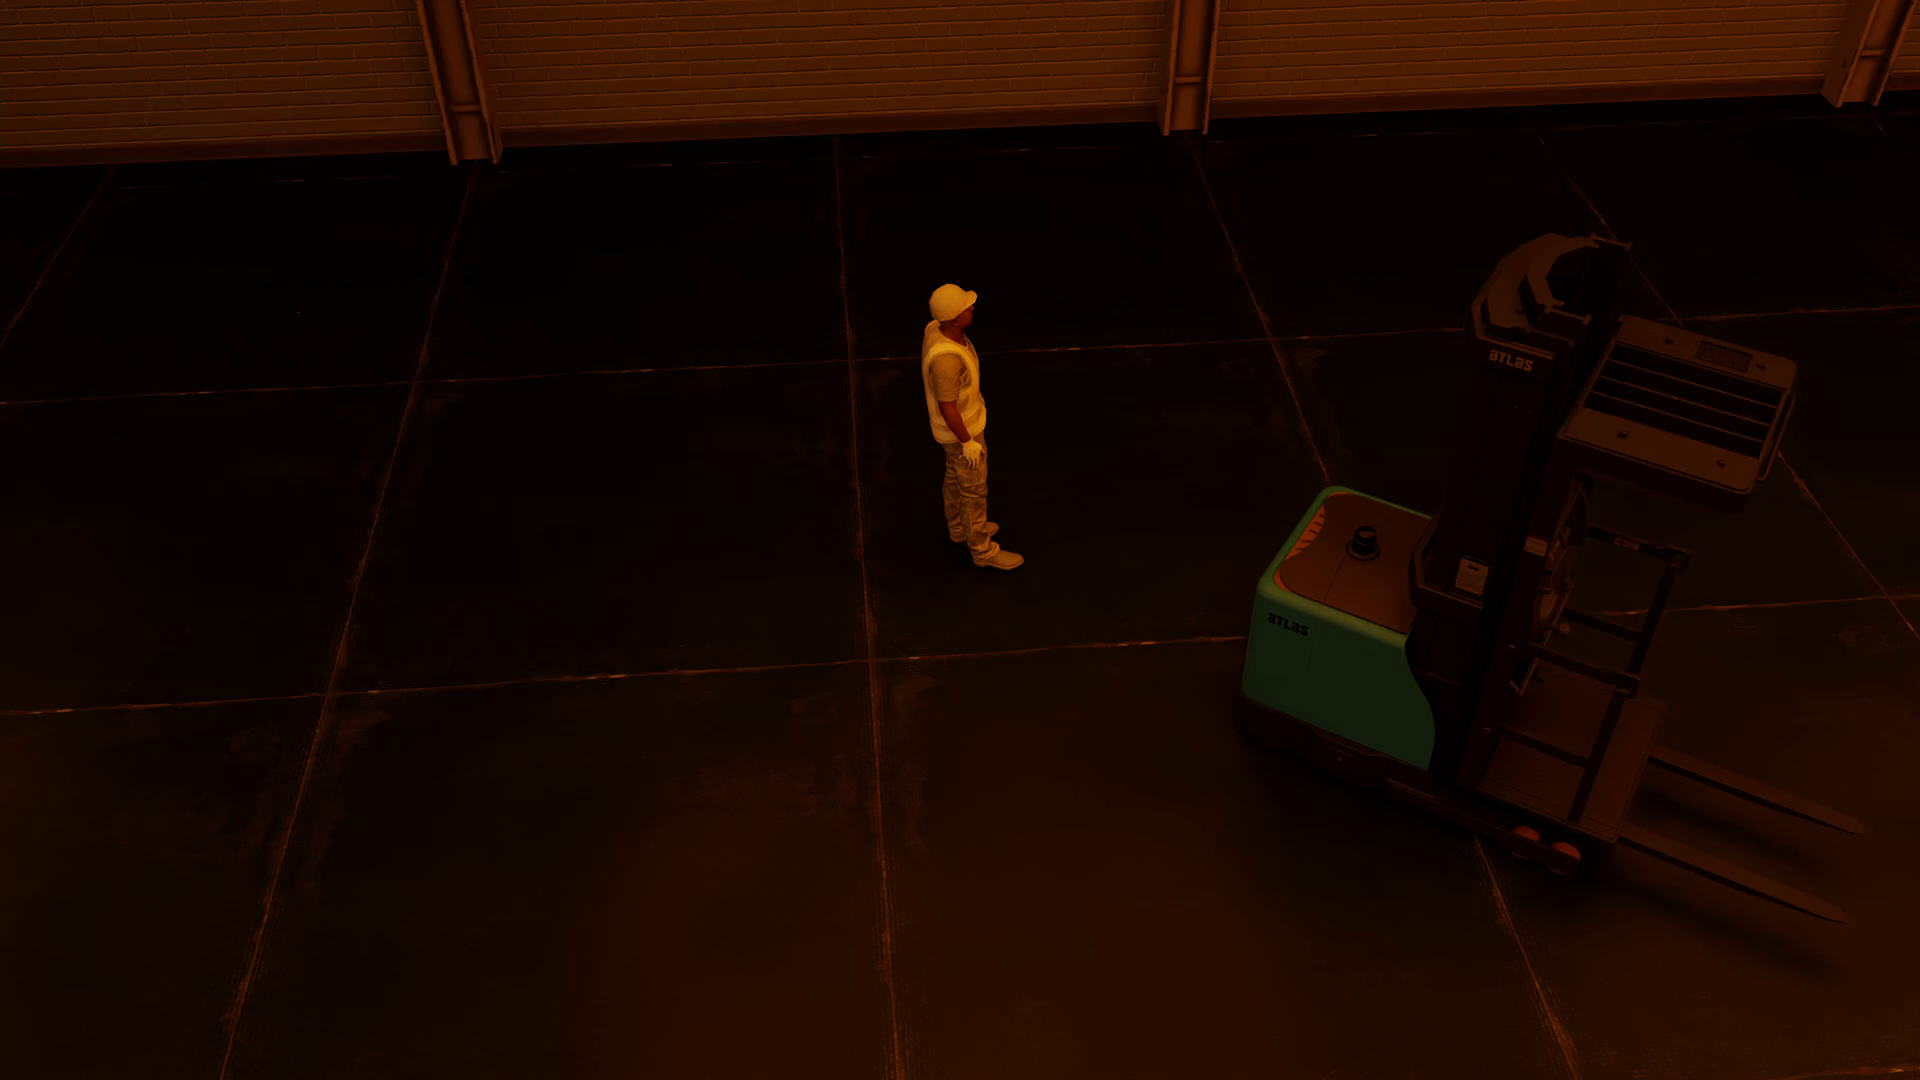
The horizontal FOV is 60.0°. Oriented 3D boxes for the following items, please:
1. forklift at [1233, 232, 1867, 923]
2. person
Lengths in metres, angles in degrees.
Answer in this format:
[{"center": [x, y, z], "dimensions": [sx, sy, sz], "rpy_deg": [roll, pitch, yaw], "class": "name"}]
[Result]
[{"center": [3.000, 0.149, 7.763], "dimensions": [3.031, 2.935, 1.130], "rpy_deg": [21, 45, 23], "class": "forklift"}, {"center": [0.072, -0.682, 9.607], "dimensions": [0.577, 1.781, 0.656], "rpy_deg": [-3, 41, -4], "class": "person"}]
